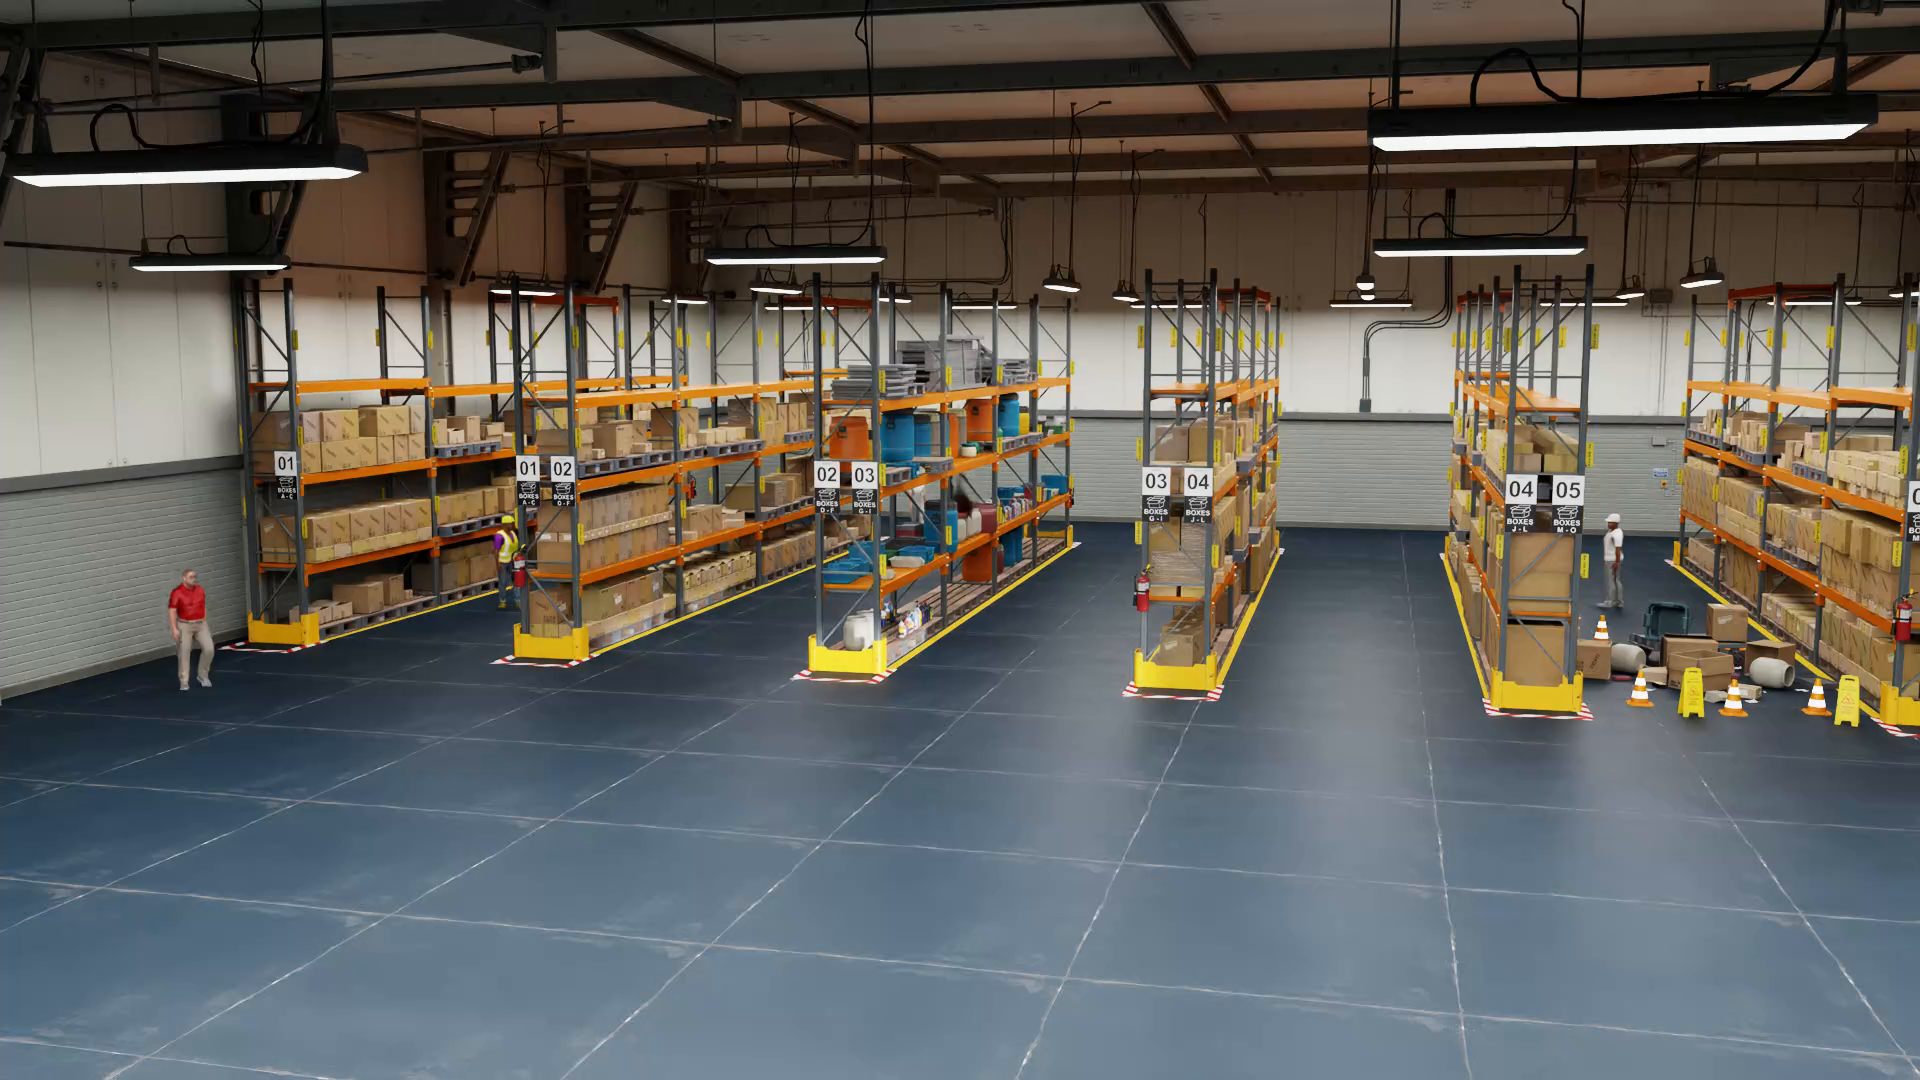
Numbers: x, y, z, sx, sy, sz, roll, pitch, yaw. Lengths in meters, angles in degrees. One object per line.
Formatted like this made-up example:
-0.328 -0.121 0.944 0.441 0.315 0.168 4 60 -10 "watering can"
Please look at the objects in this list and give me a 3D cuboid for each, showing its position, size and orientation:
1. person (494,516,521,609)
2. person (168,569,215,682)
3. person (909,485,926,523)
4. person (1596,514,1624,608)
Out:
-8.430 0.423 31.003 0.602 1.762 0.605 6 9 43 "person"
-11.122 1.244 23.998 0.393 1.660 0.602 5 8 36 "person"
-1.071 -0.888 42.405 0.485 1.630 0.955 -1 7 -5 "person"
12.270 0.388 31.266 0.446 1.772 0.593 5 8 36 "person"
